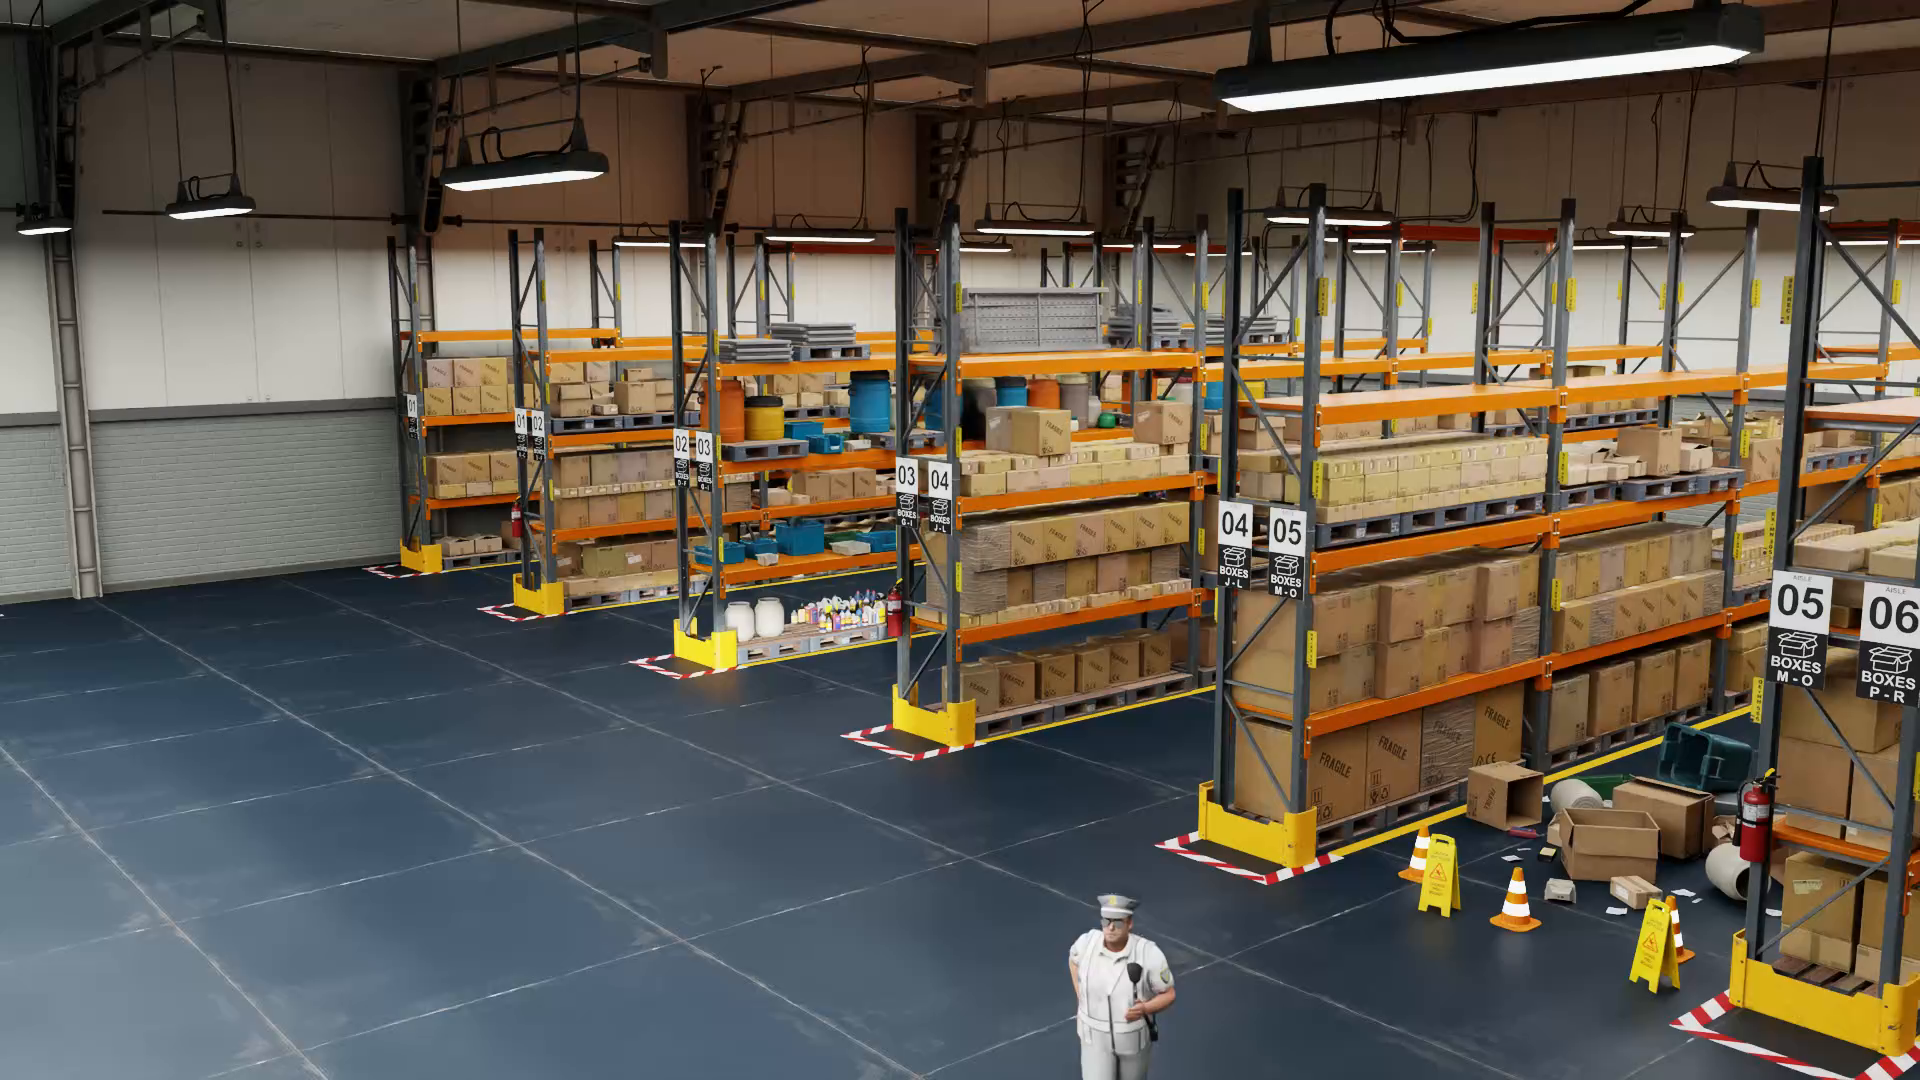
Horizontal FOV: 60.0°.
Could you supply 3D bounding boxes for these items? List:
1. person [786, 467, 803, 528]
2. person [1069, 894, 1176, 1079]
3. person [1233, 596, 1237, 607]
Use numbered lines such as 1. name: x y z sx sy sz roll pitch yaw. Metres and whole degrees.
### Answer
1. person: -3.126 -0.636 32.198 0.703 1.758 0.853 8 12 40
2. person: 0.909 2.883 9.470 0.625 1.858 0.782 1 9 8
3. person: 4.070 0.275 24.478 0.675 1.847 0.756 7 11 37
